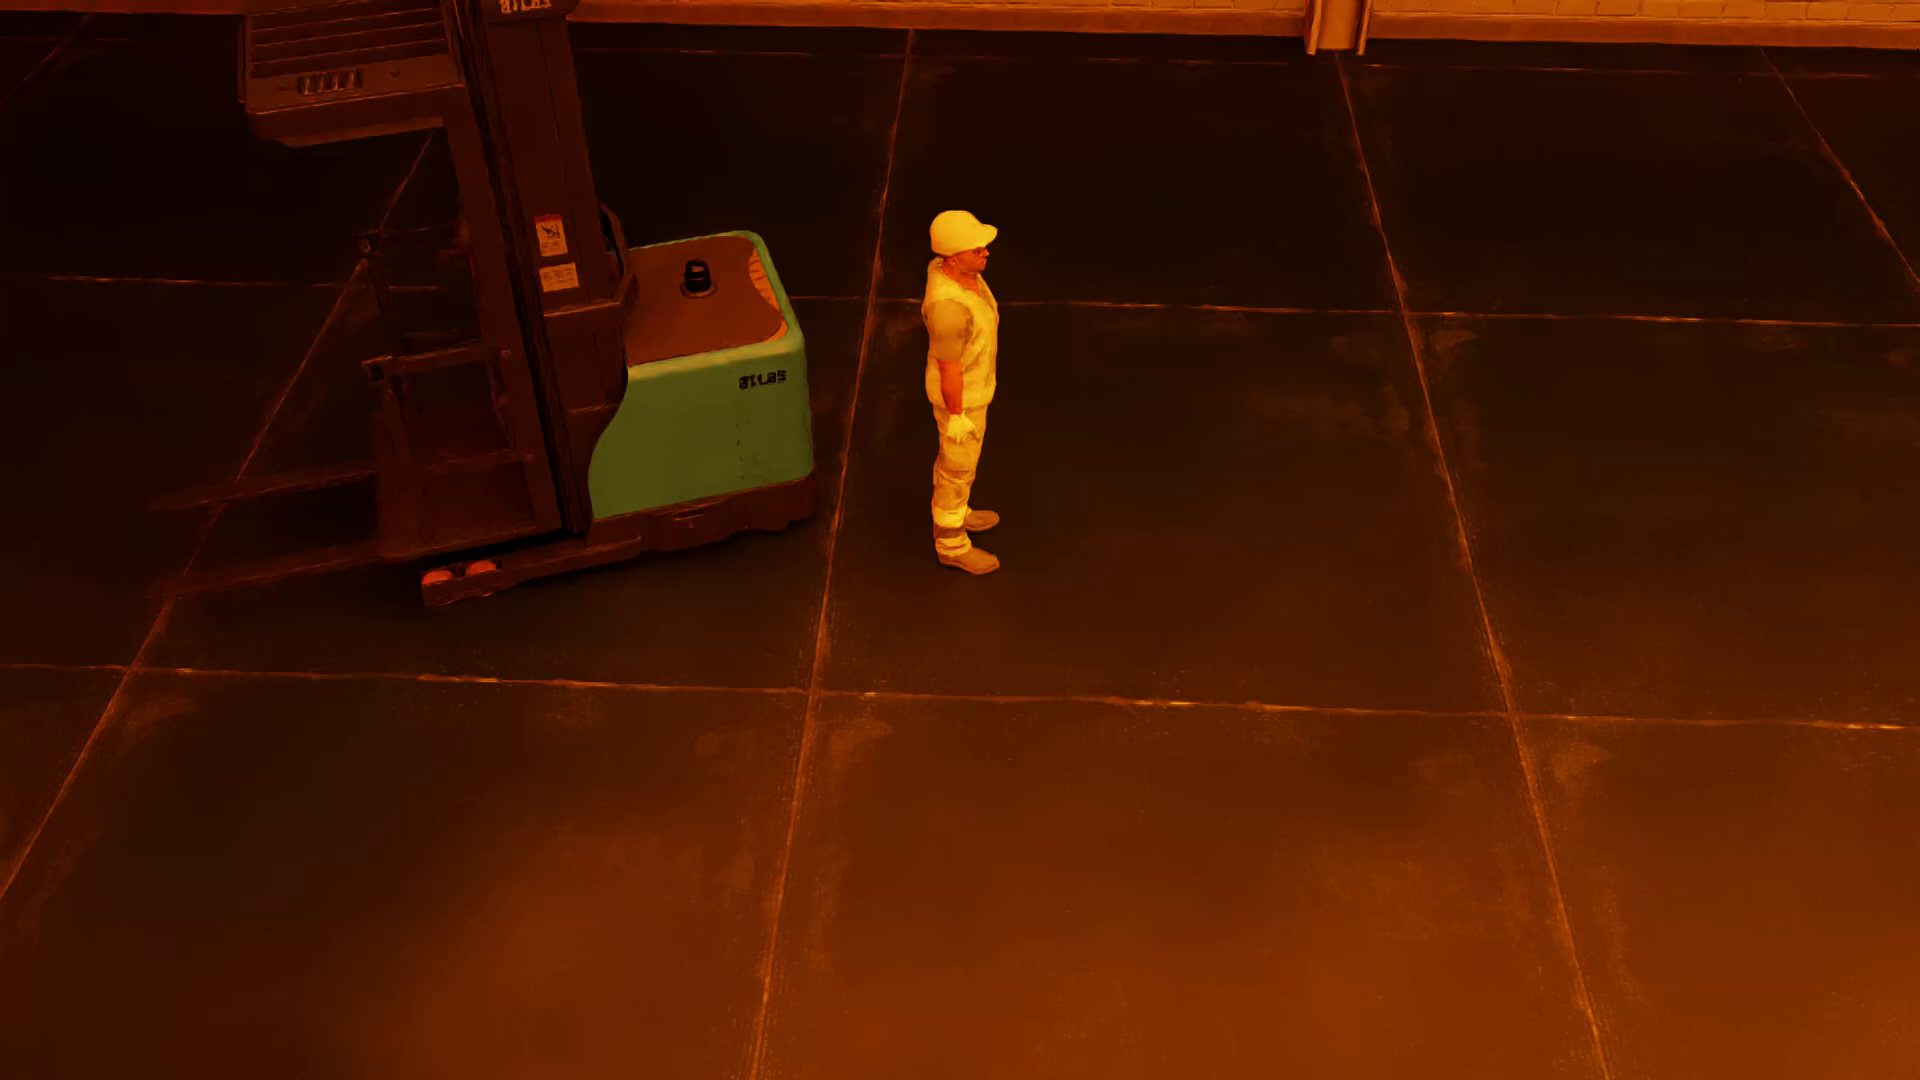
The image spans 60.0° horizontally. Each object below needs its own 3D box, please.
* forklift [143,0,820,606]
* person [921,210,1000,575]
[{"bbox_3d":[-2.247,-1.184,7.040,3.031,2.935,1.130,-12,44,-13],"label":"forklift"},{"bbox_3d":[0.021,-0.662,7.312,0.349,1.795,0.540,2,42,2],"label":"person"}]
